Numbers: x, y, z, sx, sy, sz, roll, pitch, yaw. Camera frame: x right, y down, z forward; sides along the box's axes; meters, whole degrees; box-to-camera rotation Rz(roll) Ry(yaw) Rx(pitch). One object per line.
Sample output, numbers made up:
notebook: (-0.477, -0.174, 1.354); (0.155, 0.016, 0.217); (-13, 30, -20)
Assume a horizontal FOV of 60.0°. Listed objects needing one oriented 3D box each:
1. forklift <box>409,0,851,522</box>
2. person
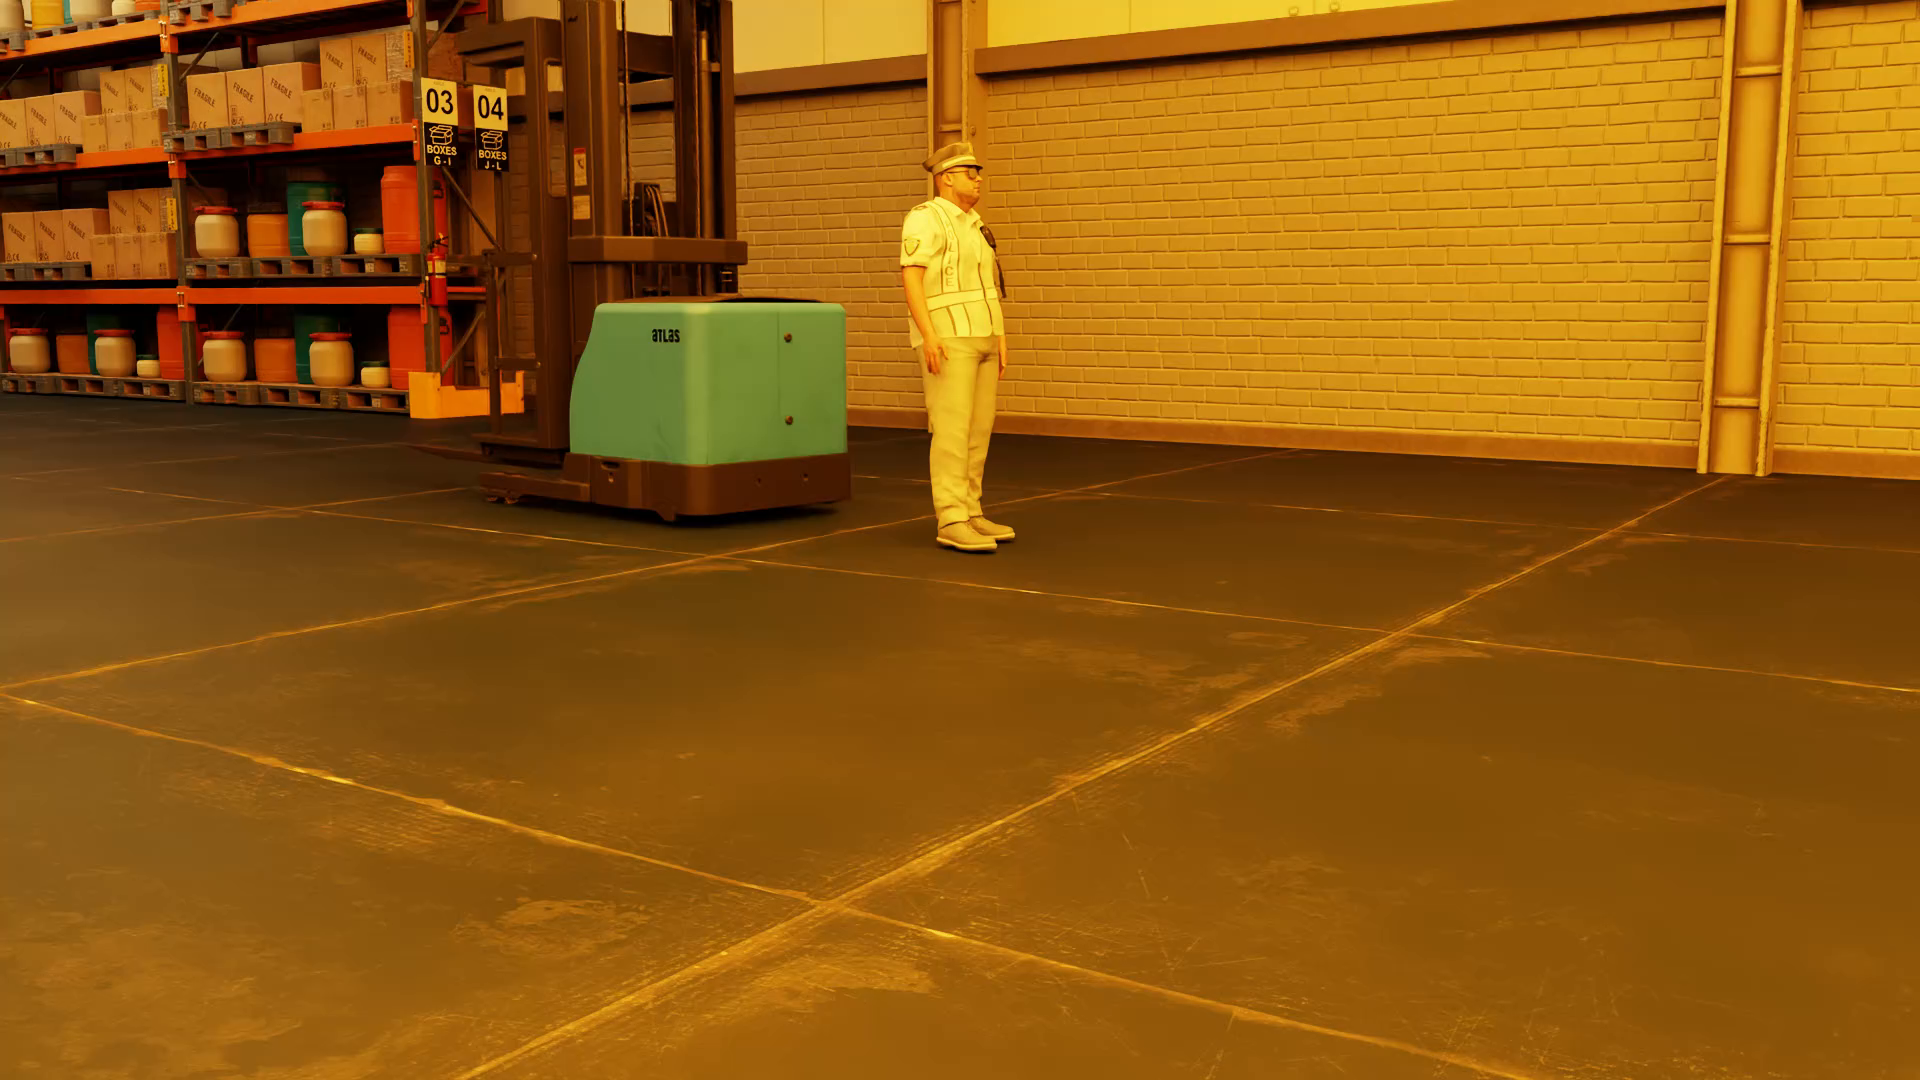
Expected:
forklift: (-1.986, -1.687, 9.059); (3.031, 2.935, 1.130); (7, 11, 42)
person: (0.058, -0.882, 7.424); (0.574, 1.780, 0.641); (5, 10, 34)
